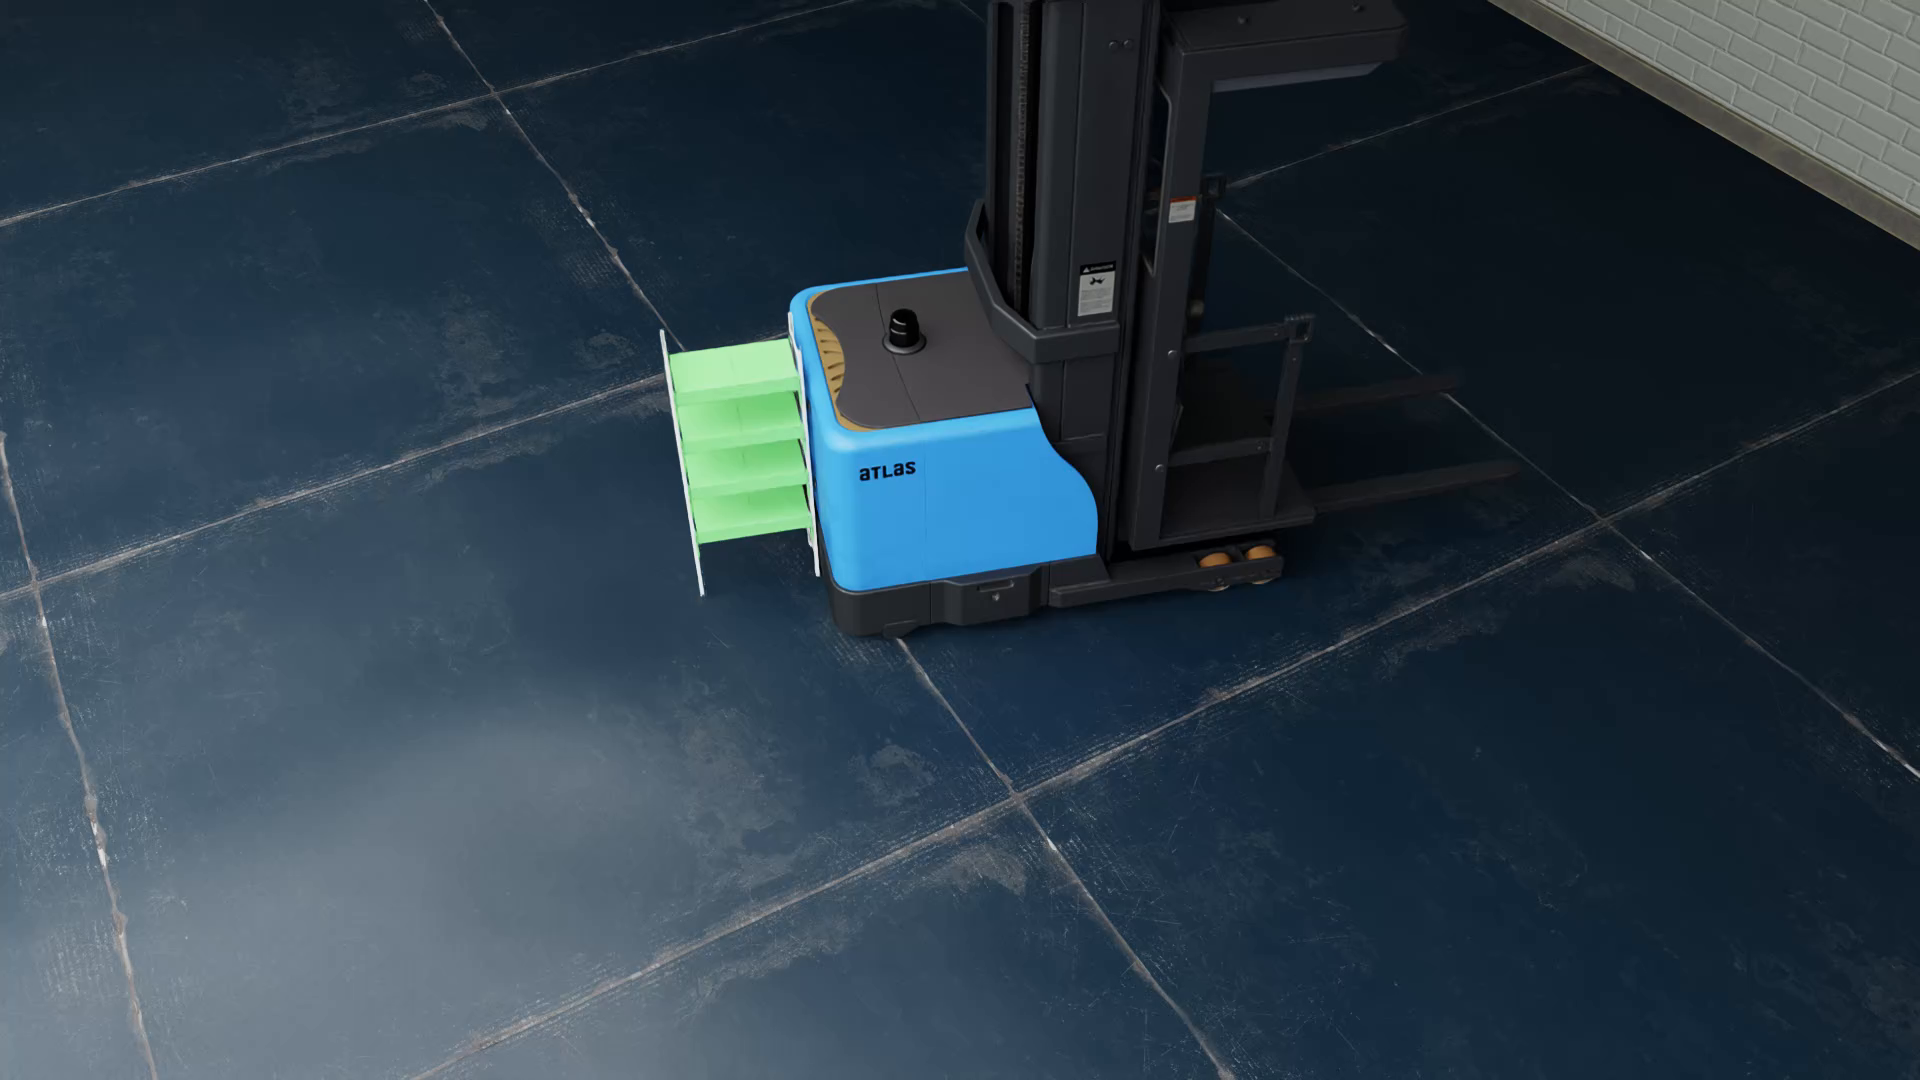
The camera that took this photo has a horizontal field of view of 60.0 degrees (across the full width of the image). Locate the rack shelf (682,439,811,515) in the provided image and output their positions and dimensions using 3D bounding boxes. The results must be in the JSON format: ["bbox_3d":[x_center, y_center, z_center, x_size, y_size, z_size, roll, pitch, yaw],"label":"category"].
[{"bbox_3d":[-0.862,-0.272,6.690,0.480,0.148,0.258,-9,45,-9],"label":"rack shelf"}]

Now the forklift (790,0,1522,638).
[{"bbox_3d":[0.875,-1.189,6.300,3.031,2.935,1.130,-9,45,-9],"label":"forklift"}]

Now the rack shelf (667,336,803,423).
[{"bbox_3d":[-0.862,-0.617,6.356,0.480,0.148,0.258,-9,45,-9],"label":"rack shelf"}]

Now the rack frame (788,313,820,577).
[{"bbox_3d":[-0.624,-0.356,6.684,0.015,1.200,0.240,-9,45,-9],"label":"rack frame"}]

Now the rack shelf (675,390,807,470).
[{"bbox_3d":[-0.862,-0.445,6.523,0.480,0.148,0.258,-9,45,-9],"label":"rack shelf"}]

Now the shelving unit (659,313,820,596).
[{"bbox_3d":[-0.862,-0.318,6.646,0.503,1.200,0.258,-9,45,-9],"label":"shelving unit"}]

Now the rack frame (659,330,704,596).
[{"bbox_3d":[-1.100,-0.281,6.607,0.015,1.200,0.240,-9,45,-9],"label":"rack frame"}]

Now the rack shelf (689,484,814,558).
[{"bbox_3d":[-0.862,-0.100,6.858,0.480,0.148,0.258,-9,45,-9],"label":"rack shelf"}]
